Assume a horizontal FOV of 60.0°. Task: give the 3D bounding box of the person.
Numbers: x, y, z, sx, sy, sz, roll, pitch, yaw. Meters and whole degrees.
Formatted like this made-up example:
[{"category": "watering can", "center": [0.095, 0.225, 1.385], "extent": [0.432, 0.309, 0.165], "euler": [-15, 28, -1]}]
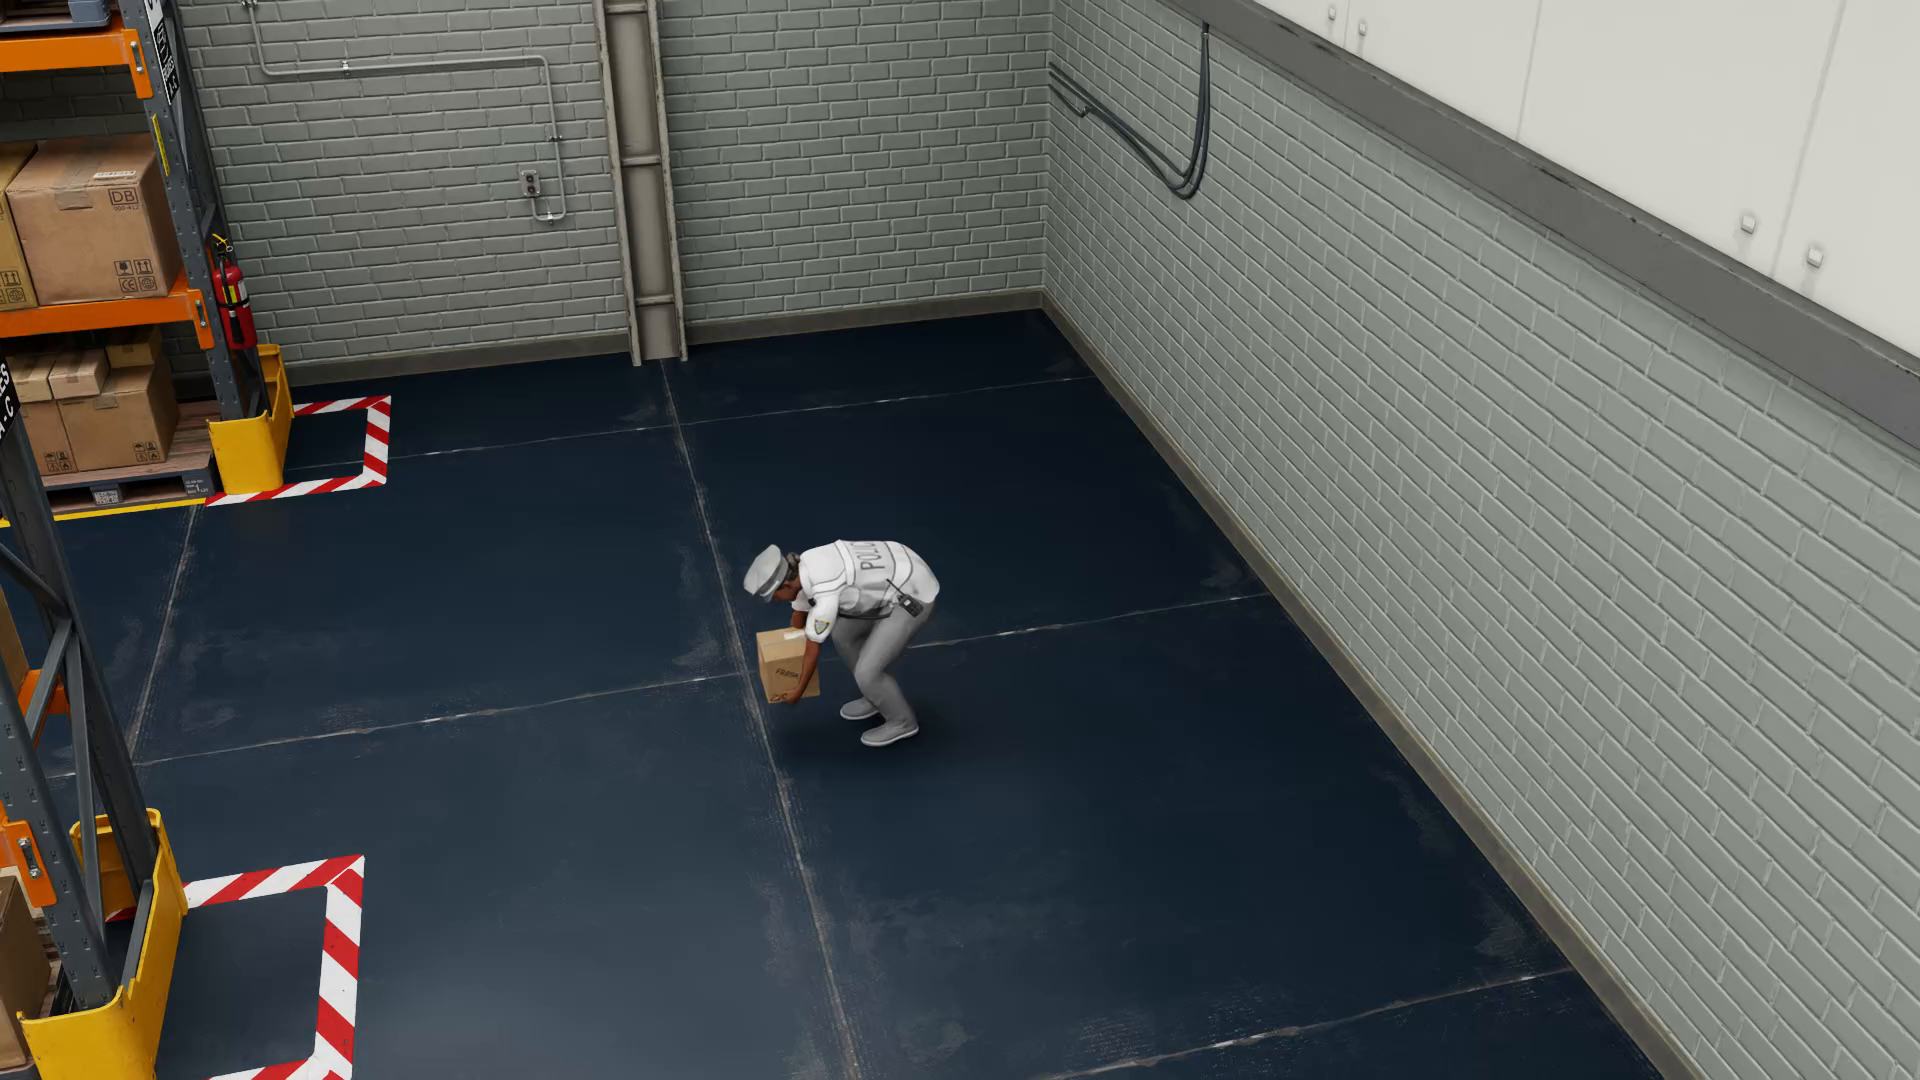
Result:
[{"category": "person", "center": [-0.557, 0.474, 7.985], "extent": [0.931, 1.101, 0.449], "euler": [-9, 32, -16]}]
